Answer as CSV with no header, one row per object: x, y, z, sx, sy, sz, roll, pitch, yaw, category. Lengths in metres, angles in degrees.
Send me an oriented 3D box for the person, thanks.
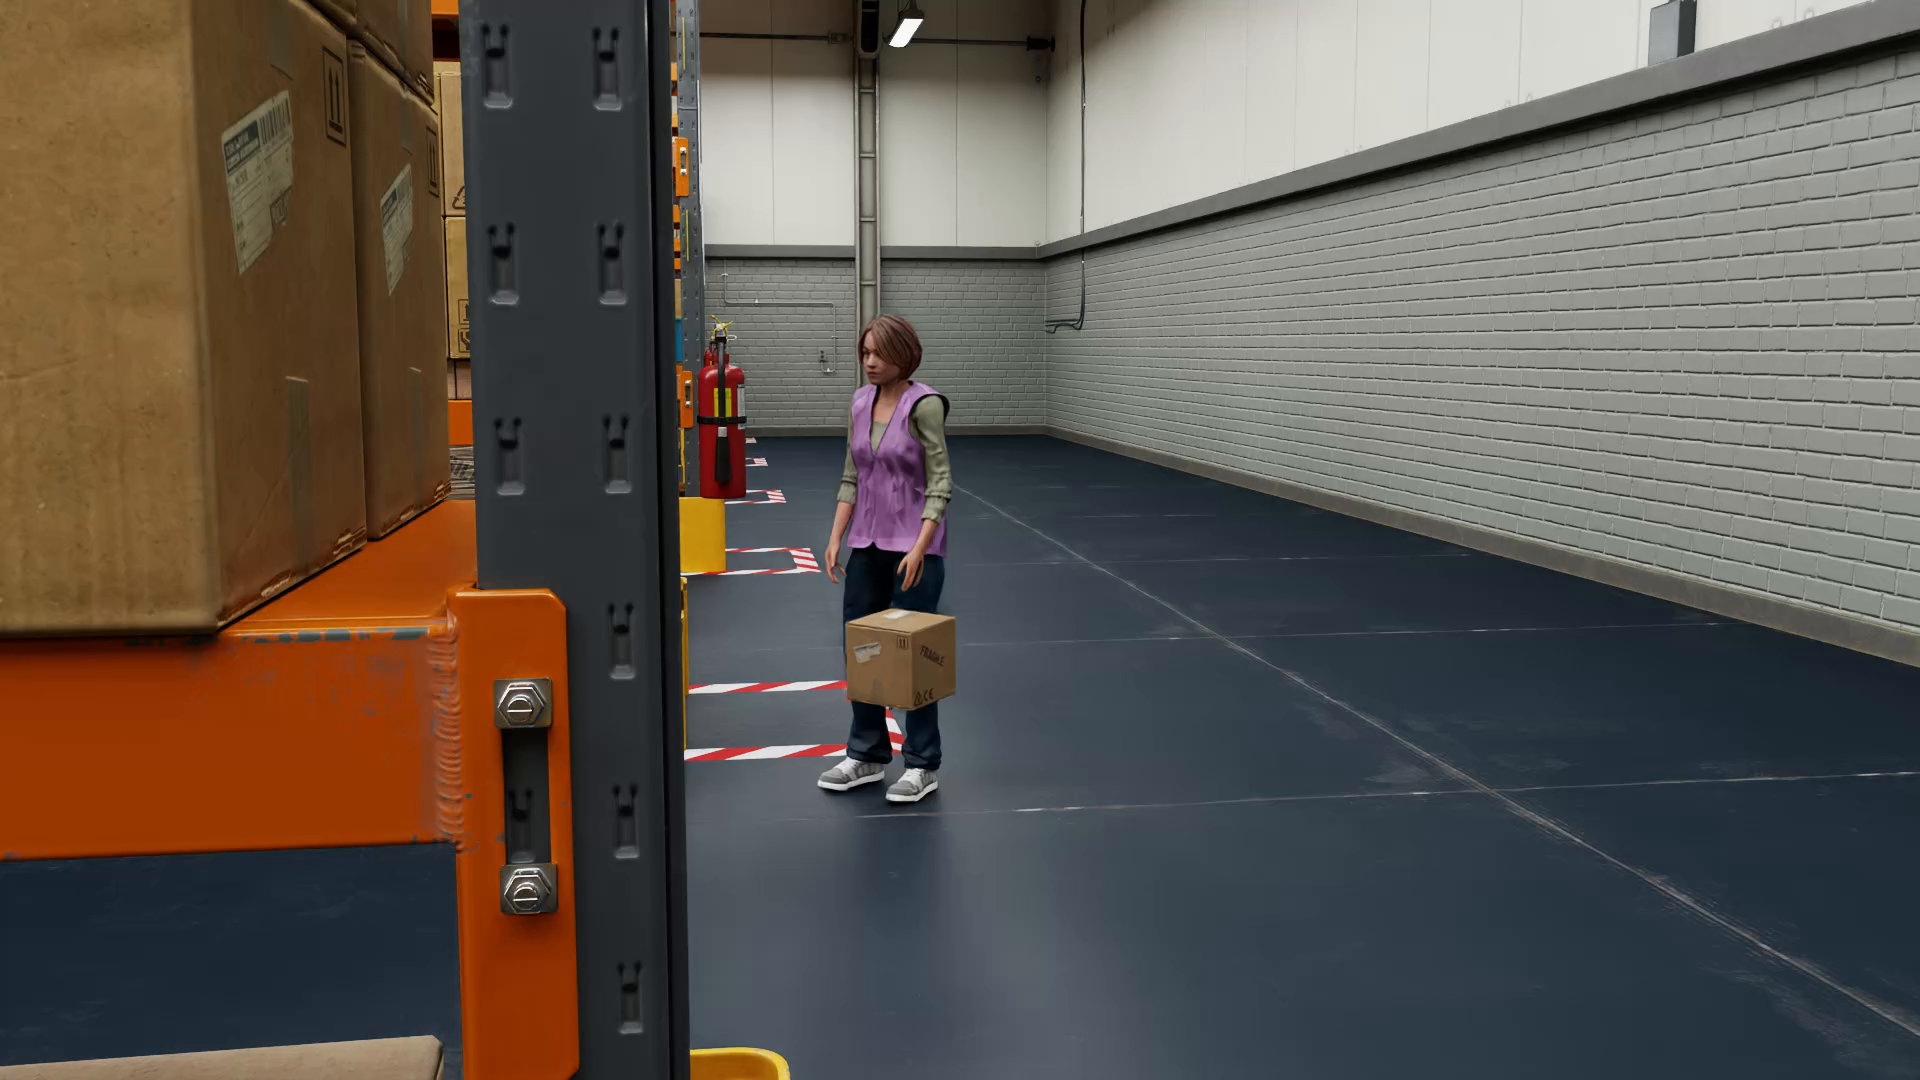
-0.222,0.055,5.532,0.450,1.599,0.336,5,8,36,person
